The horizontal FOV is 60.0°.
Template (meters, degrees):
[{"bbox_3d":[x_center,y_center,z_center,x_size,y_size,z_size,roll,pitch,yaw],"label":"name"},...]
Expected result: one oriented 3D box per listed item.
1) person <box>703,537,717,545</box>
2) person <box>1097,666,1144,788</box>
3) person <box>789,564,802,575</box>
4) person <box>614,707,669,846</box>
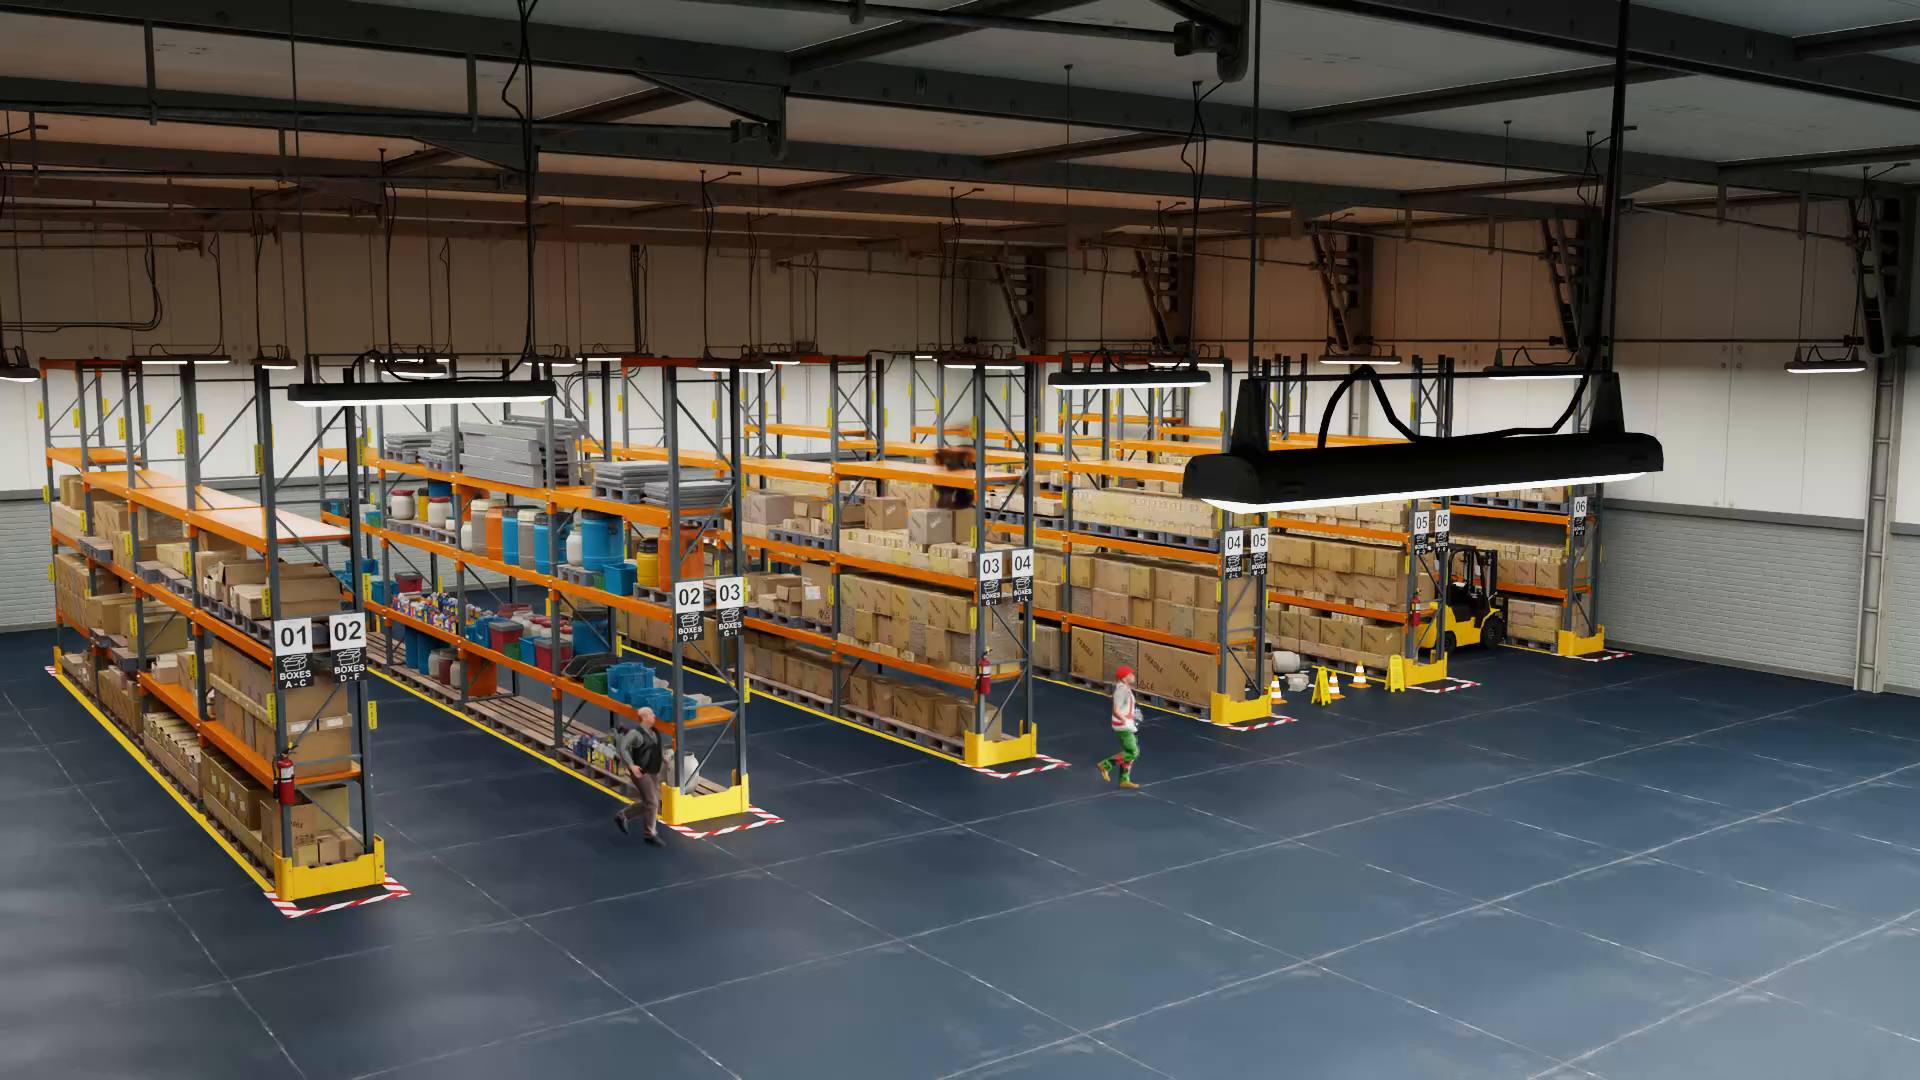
[{"bbox_3d":[-6.080,0.713,40.499,0.724,1.533,0.656,1,7,7],"label":"person"},{"bbox_3d":[2.279,2.645,23.597,0.650,1.758,0.651,1,7,5],"label":"person"},{"bbox_3d":[-4.178,0.489,42.233,0.769,1.546,0.558,3,8,25],"label":"person"},{"bbox_3d":[-4.018,2.970,21.129,0.775,1.706,0.686,3,7,20],"label":"person"}]
